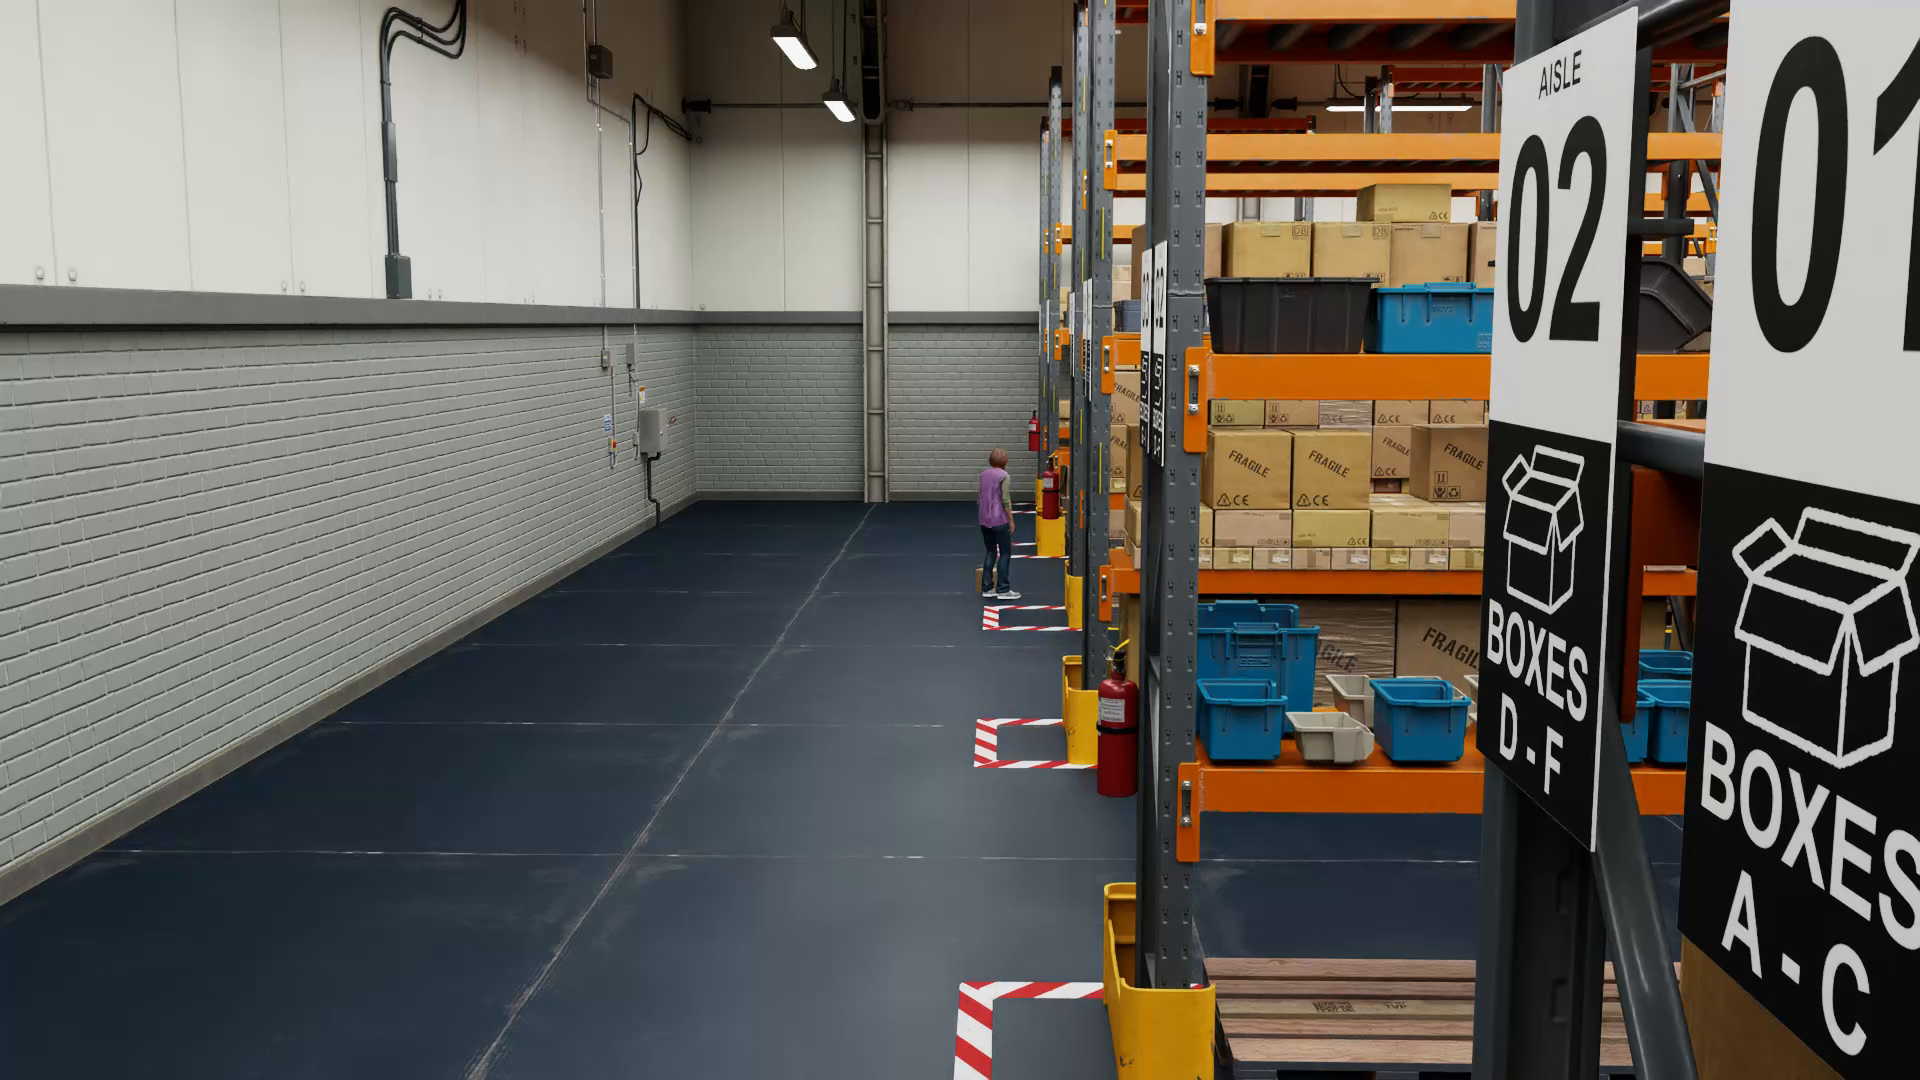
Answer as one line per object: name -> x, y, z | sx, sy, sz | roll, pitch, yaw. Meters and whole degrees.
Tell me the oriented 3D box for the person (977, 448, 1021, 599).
person -> 0.385, -0.173, 17.654 | 0.476, 1.592, 0.345 | 7, 10, 44
